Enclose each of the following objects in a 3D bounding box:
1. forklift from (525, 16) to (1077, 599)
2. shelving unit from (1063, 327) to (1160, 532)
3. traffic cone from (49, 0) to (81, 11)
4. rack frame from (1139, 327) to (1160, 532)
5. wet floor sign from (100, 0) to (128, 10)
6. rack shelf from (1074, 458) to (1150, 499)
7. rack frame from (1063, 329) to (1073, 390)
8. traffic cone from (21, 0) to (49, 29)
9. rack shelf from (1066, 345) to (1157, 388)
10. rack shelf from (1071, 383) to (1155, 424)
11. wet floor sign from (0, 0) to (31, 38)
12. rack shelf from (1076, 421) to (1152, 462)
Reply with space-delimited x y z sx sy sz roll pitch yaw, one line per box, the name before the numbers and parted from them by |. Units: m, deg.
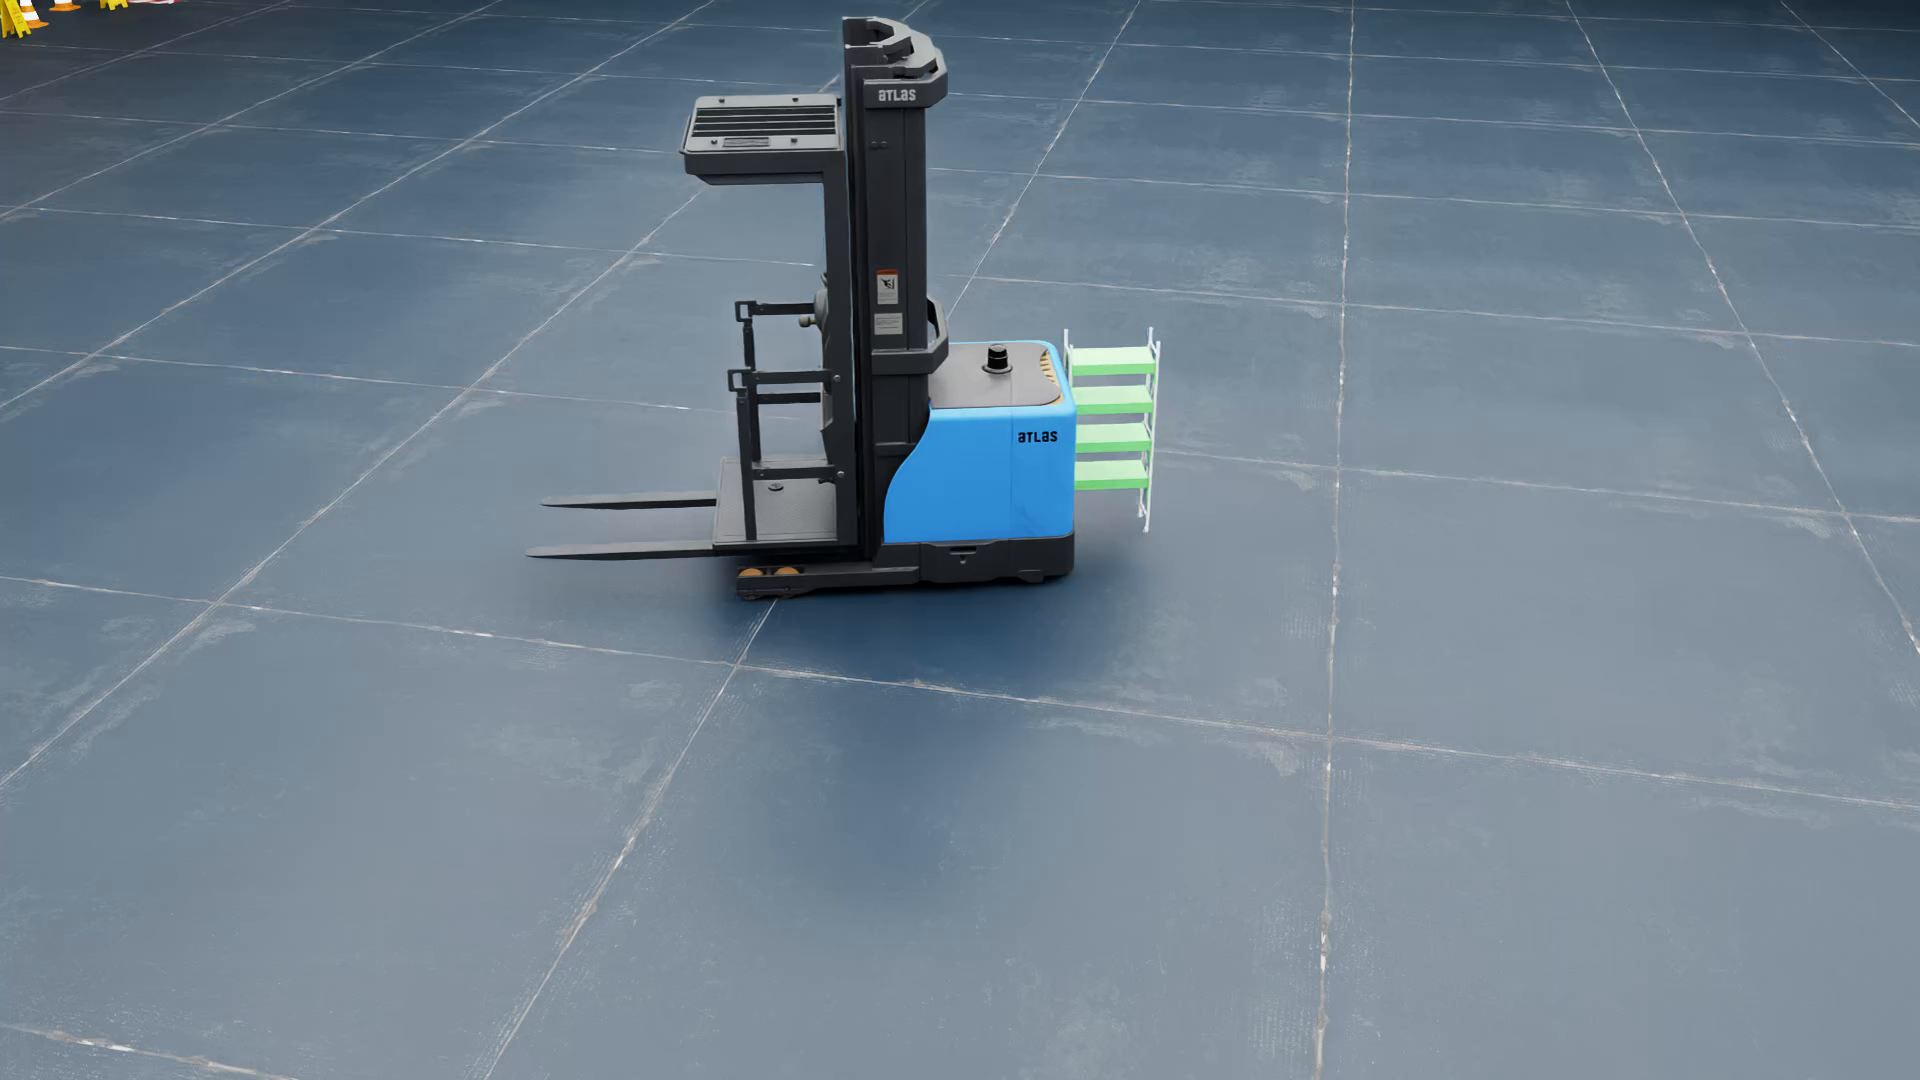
forklift | -0.906 -1.224 8.933 3.031 2.935 1.130 -2 29 -4
shelving unit | 0.854 -0.620 9.633 0.503 1.200 0.258 -2 29 -4
traffic cone | -12.599 -7.684 23.303 0.334 0.463 0.336 6 29 11
rack frame | 1.097 -0.630 9.650 0.015 1.200 0.240 -2 29 -4
wet floor sign | -11.946 -7.805 23.335 0.232 0.644 0.267 17 33 28
rack shelf | 0.854 -0.354 9.779 0.480 0.148 0.258 -2 29 -4
rack frame | 0.611 -0.611 9.616 0.015 1.200 0.240 -2 29 -4
traffic cone | -12.498 -7.128 22.289 0.334 0.463 0.336 6 29 11
rack shelf | 0.854 -0.985 9.434 0.480 0.148 0.258 -2 29 -4
rack shelf | 0.854 -0.775 9.549 0.480 0.148 0.258 -2 29 -4
wet floor sign | -12.402 -6.919 21.716 0.232 0.644 0.267 1 29 2
rack shelf | 0.854 -0.564 9.664 0.480 0.148 0.258 -2 29 -4
